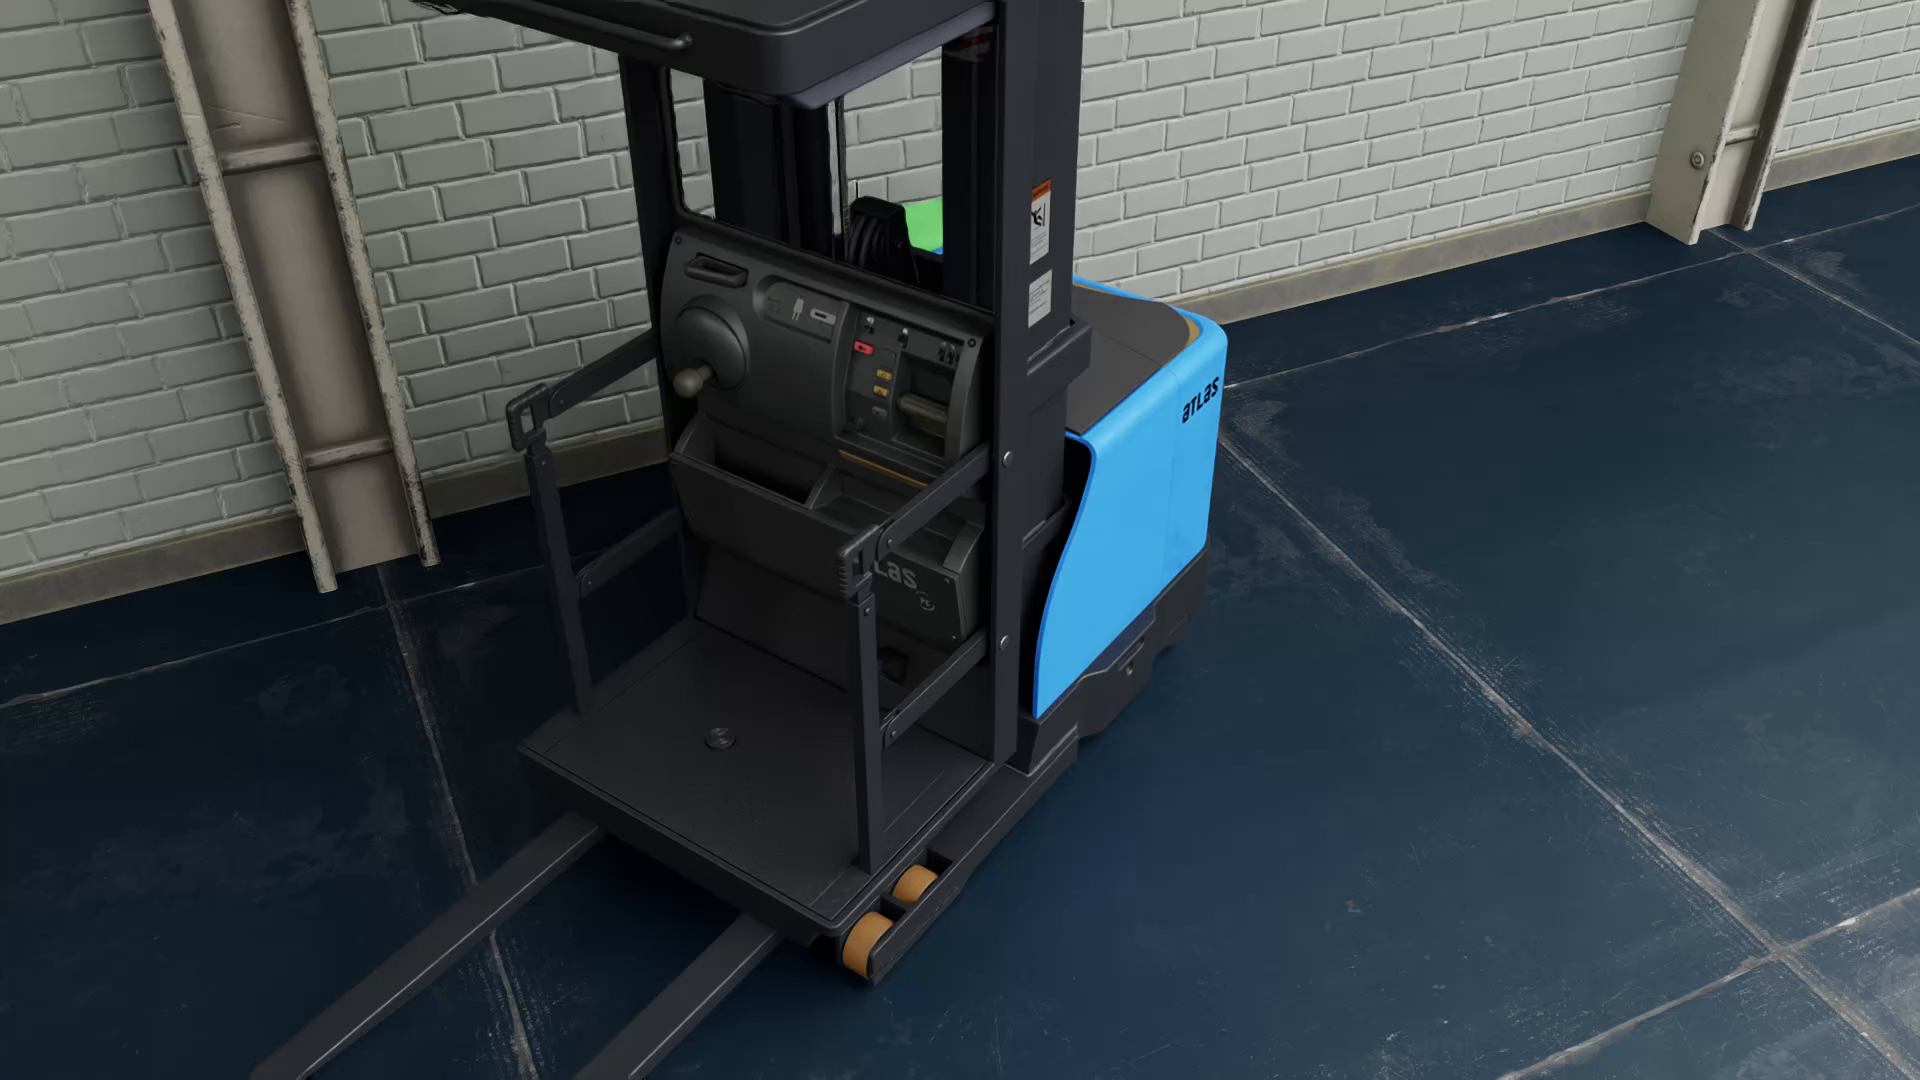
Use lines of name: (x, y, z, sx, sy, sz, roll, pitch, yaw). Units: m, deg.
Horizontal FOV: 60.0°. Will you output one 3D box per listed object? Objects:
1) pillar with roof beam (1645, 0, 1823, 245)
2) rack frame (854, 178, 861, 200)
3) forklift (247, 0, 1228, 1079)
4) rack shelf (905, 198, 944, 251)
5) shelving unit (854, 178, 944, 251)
pillar with roof beam: (5.253, -2.767, 1.926, 0.400, 9.000, 9.100, -16, 39, -20)
rack frame: (-0.287, -0.602, 5.555, 0.015, 1.200, 0.240, -13, 39, -17)
forklift: (-0.468, -0.389, 3.814, 1.130, 2.935, 3.031, 23, 42, 27)
rack shelf: (-0.060, -0.990, 5.379, 0.480, 0.148, 0.258, -13, 39, -17)
shelving unit: (-0.060, -0.656, 5.627, 0.503, 1.200, 0.258, -13, 39, -17)
